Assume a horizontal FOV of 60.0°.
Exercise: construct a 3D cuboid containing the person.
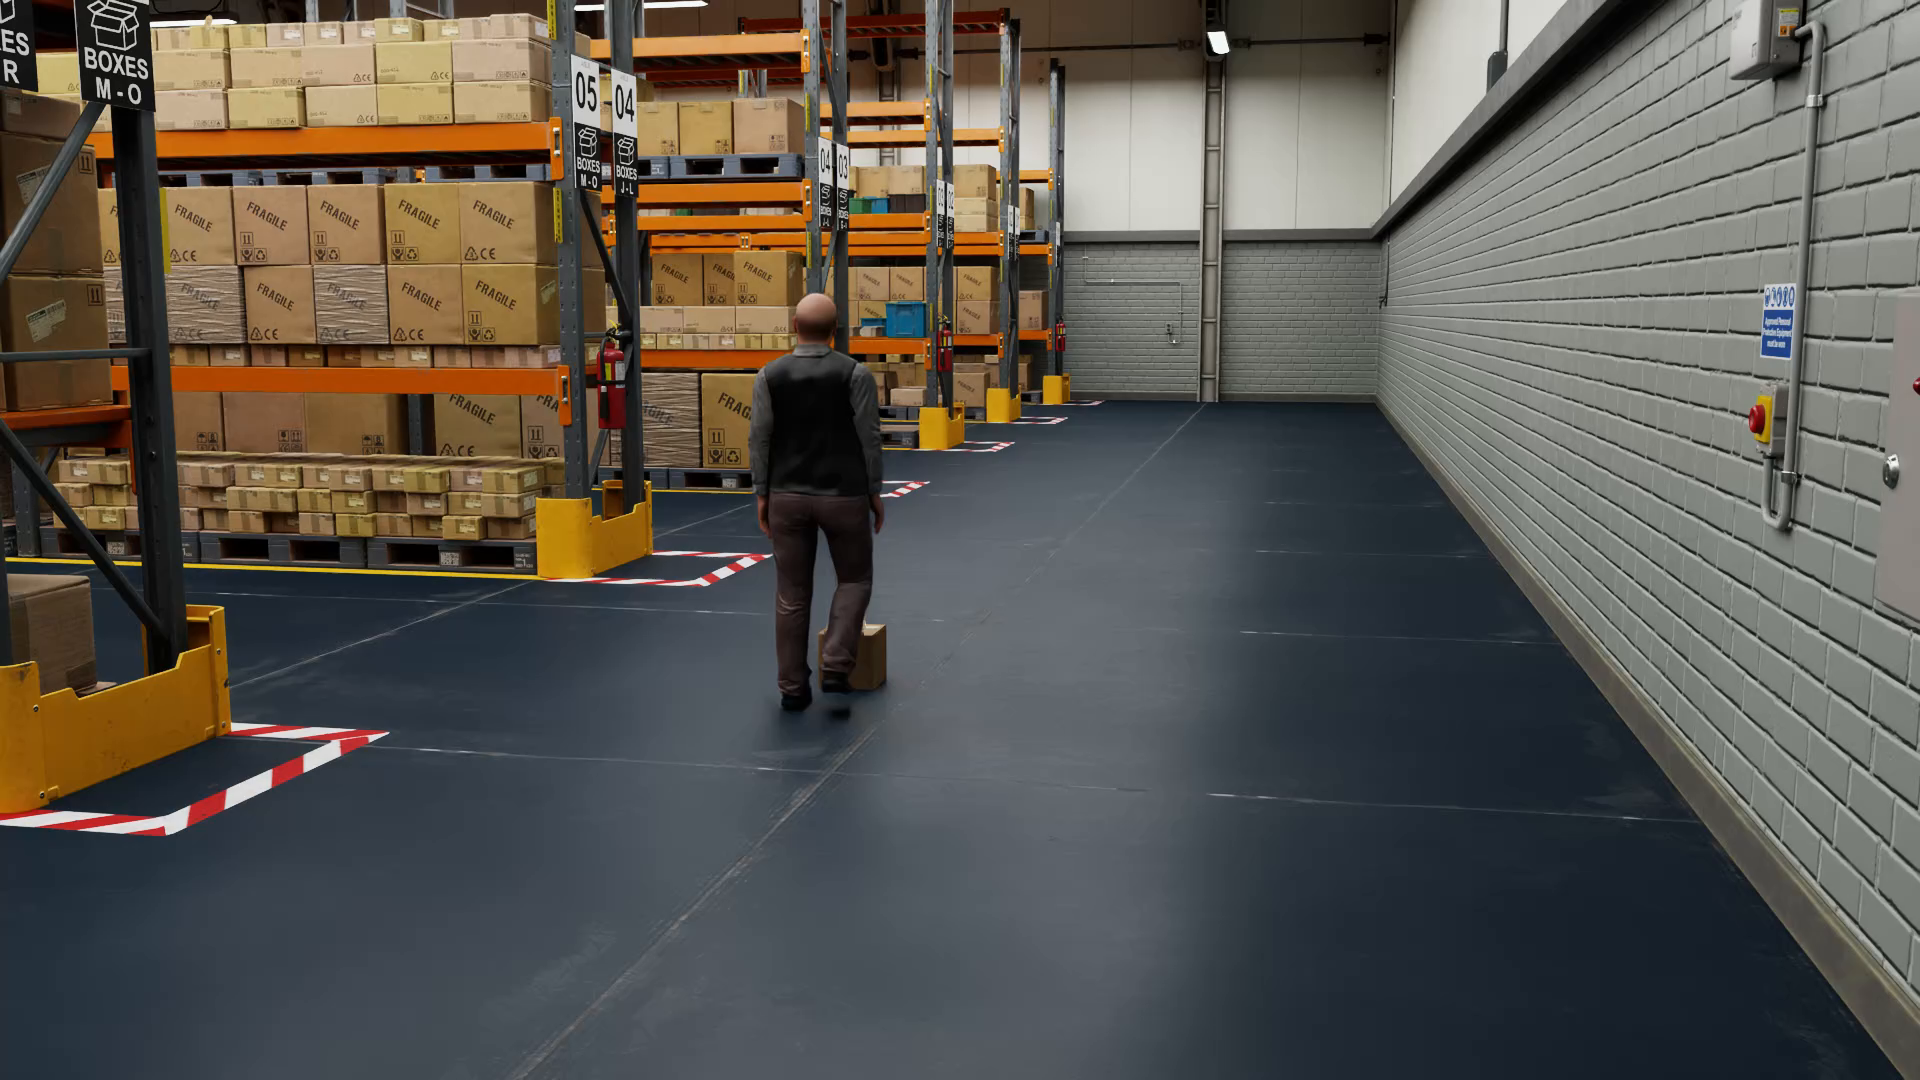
[{"bbox_3d":[-0.592,-0.152,6.911,0.554,1.728,0.439,1,8,6],"label":"person"}]
